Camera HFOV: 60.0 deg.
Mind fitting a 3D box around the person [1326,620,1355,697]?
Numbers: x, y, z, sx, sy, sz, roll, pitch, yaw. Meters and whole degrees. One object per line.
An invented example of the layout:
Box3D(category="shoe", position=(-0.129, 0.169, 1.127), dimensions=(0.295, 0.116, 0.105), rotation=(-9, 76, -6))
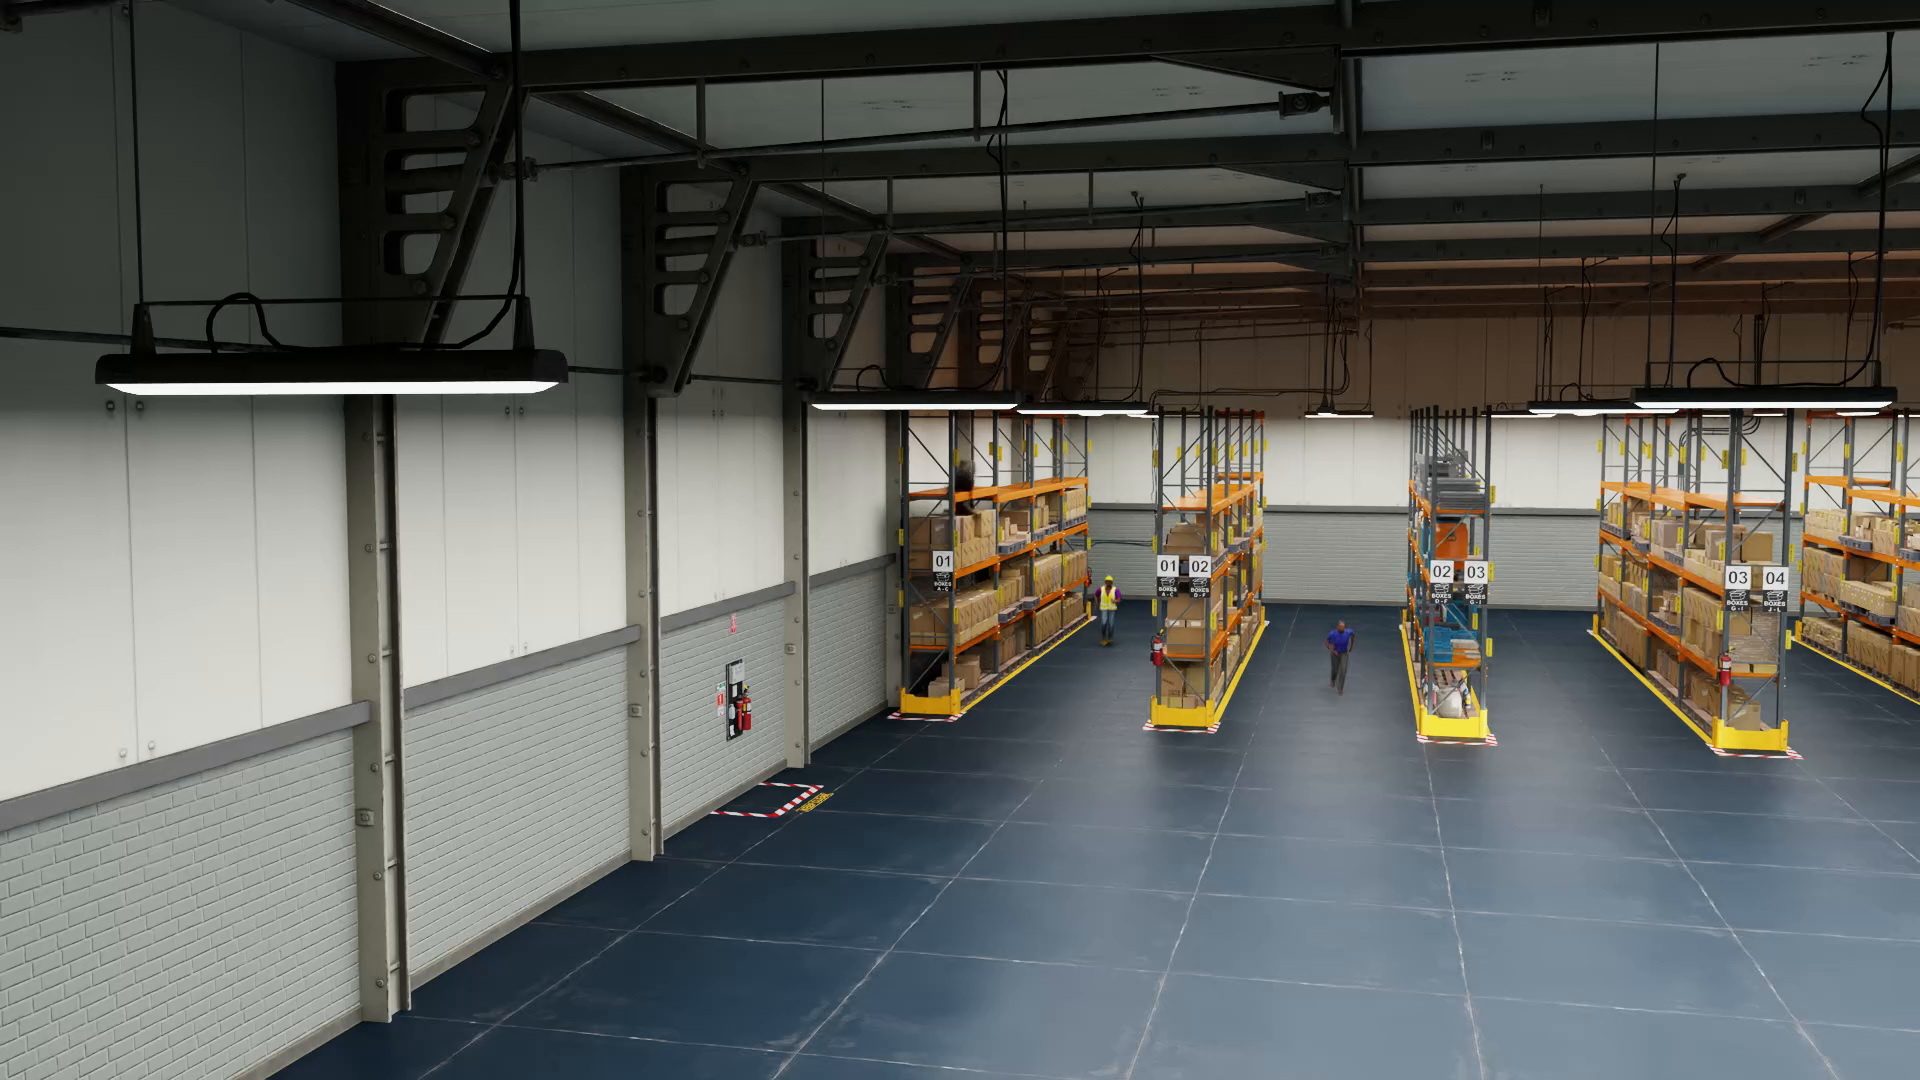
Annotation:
Box3D(category="person", position=(7.954, 2.449, 34.939), dimensions=(0.613, 1.617, 0.980), rotation=(0, 4, -1))

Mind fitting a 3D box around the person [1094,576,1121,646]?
Box3D(category="person", position=(3.765, 1.810, 42.328), dimensions=(0.675, 1.789, 0.725), rotation=(0, 4, 3))
